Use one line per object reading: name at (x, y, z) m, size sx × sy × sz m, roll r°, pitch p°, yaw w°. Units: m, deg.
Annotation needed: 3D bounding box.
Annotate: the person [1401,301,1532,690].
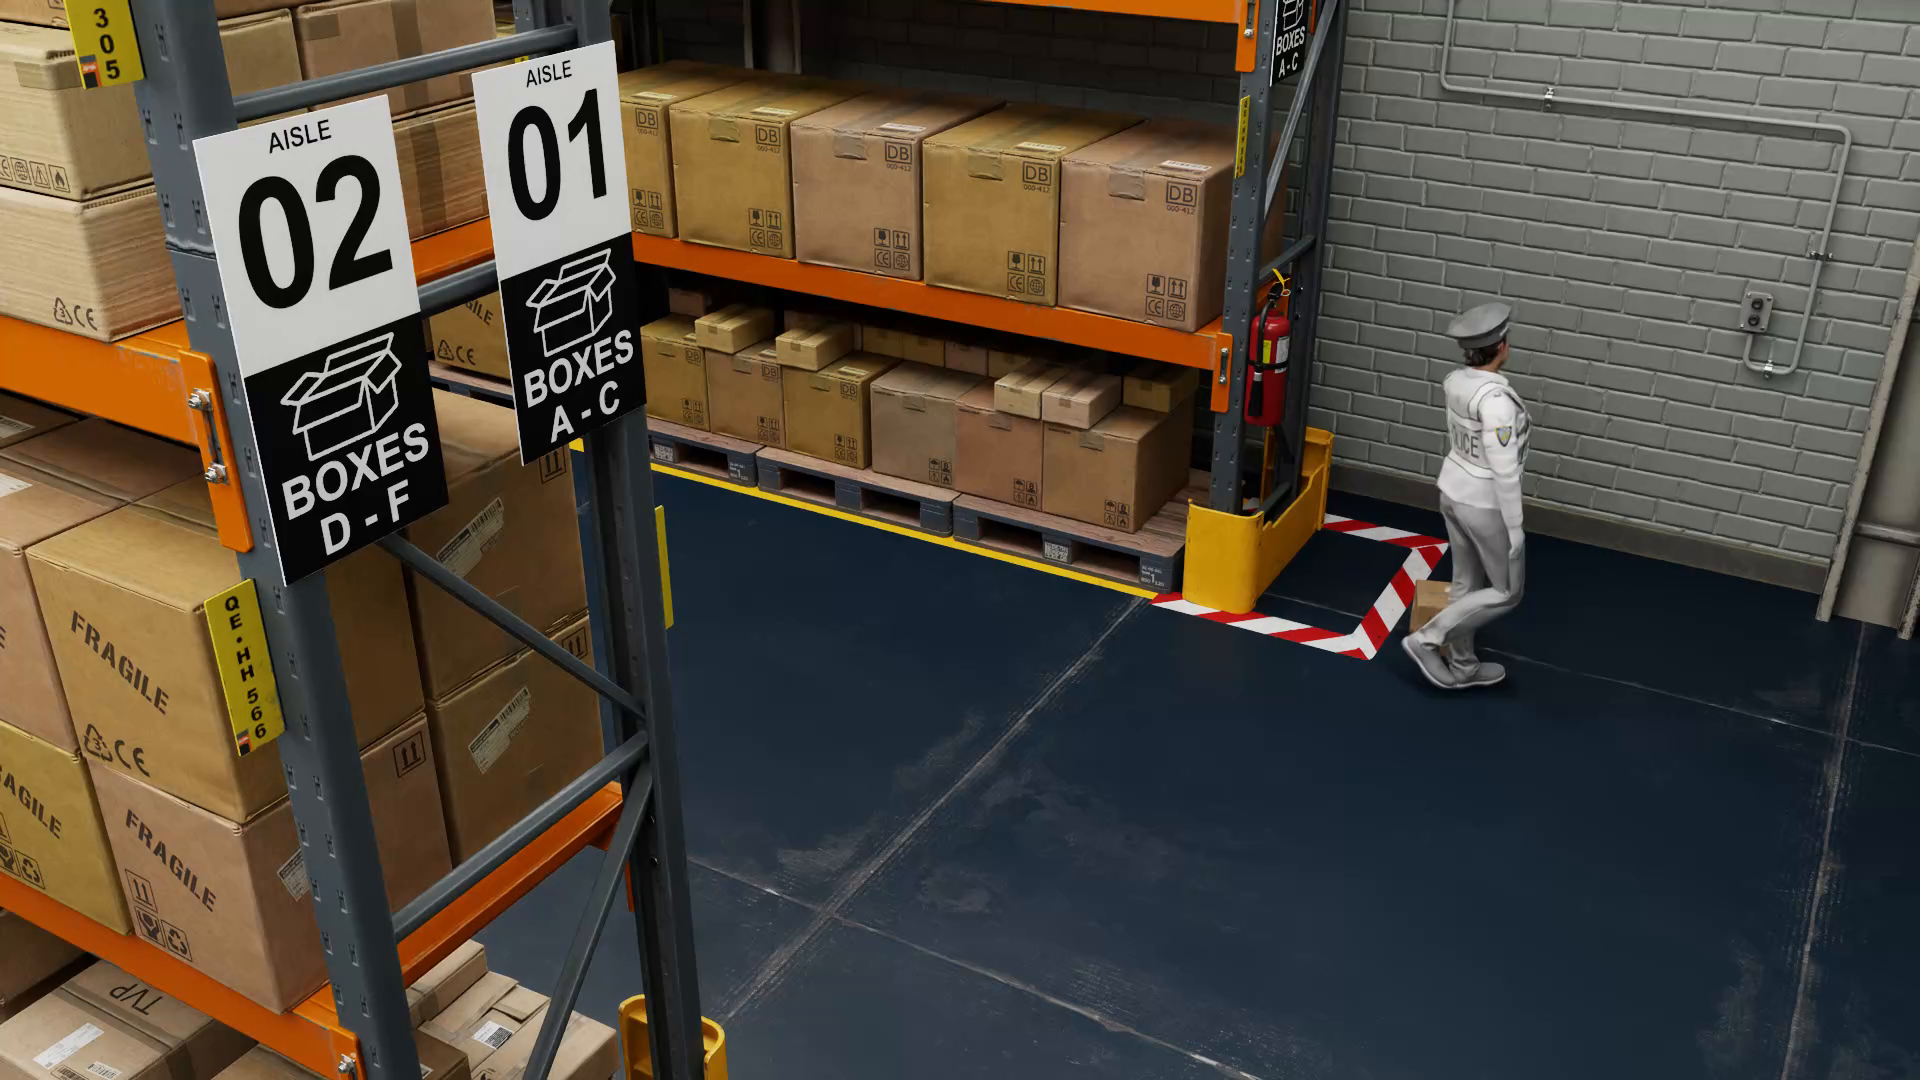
person at (2.116, -0.144, 6.867) m, size 0.504 × 1.668 × 0.542 m, roll -4°, pitch 27°, yaw -9°
